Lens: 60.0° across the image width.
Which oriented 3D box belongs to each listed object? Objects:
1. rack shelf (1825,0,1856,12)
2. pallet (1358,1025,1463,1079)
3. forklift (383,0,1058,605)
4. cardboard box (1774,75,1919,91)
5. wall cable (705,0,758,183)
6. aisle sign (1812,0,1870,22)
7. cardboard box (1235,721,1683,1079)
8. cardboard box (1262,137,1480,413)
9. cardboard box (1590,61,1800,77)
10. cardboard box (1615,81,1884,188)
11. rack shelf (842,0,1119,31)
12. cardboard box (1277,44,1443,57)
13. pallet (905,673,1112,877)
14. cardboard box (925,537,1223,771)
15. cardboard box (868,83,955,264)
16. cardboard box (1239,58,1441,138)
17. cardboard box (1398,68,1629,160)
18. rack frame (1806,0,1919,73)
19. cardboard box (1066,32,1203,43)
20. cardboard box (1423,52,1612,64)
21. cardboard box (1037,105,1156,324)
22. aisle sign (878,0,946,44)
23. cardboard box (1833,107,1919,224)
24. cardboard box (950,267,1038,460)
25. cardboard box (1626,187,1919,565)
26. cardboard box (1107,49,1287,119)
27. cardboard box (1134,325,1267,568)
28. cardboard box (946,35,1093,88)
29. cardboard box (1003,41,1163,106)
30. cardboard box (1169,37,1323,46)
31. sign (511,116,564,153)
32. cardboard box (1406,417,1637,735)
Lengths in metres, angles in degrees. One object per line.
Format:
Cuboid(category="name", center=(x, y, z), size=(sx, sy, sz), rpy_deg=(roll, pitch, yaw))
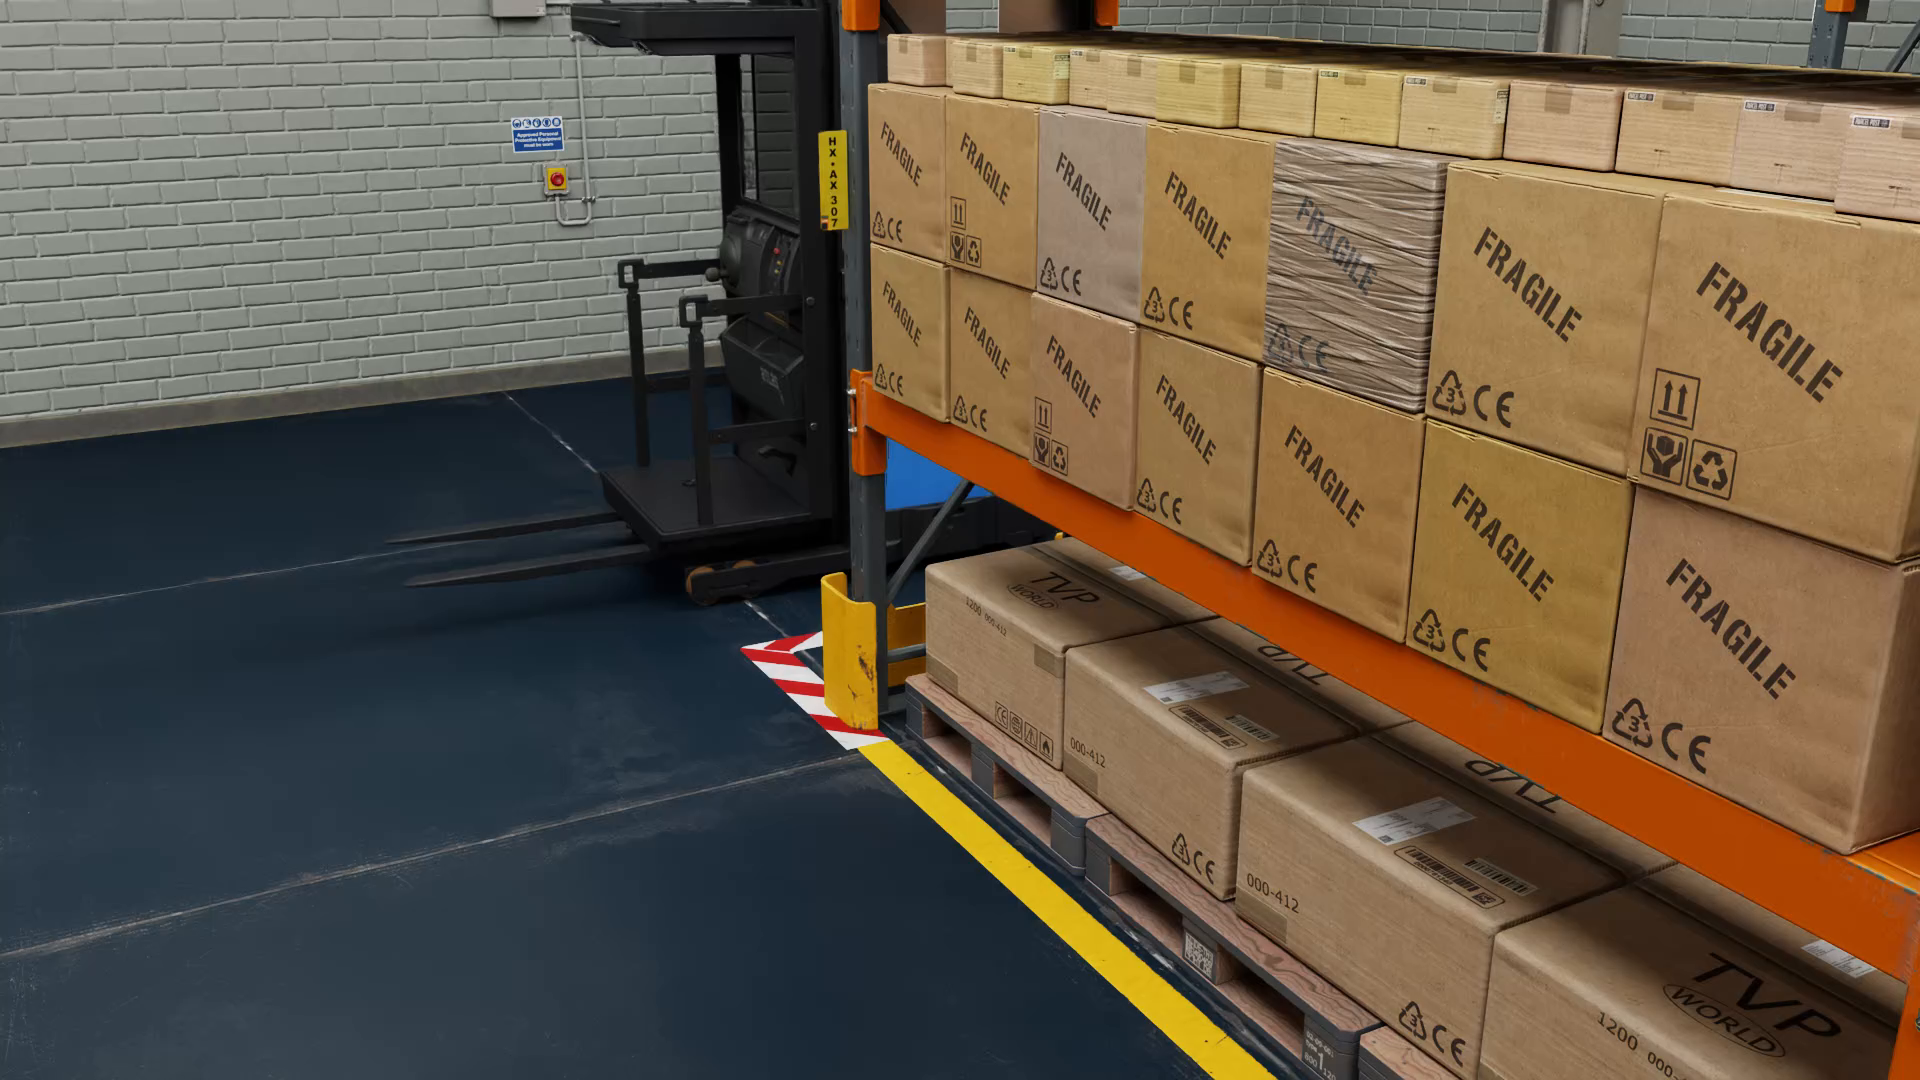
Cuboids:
Cuboid(category="rack shelf", center=(5.384, -2.116, 6.170), size=(1.077, 0.370, 4.000), rpy_deg=(-10, 21, -27))
Cuboid(category="pallet", center=(1.675, 1.394, 3.769), size=(1.003, 0.211, 1.213), rpy_deg=(-10, 21, -27))
Cuboid(category="forklift", center=(-1.081, -1.295, 7.392), size=(3.031, 2.935, 1.130), rpy_deg=(-9, 21, -24))
Cuboid(category="cardboard box", center=(1.751, -0.790, 3.140), size=(0.380, 0.149, 0.250), rpy_deg=(-10, 22, -27))
Cuboid(category="wall cable", center=(-1.388, -3.161, 11.135), size=(0.588, 1.984, 0.122), rpy_deg=(-10, 21, -27))
Cuboid(category="aisle sign", center=(4.144, -2.815, 7.706), size=(0.394, 0.787, 0.004), rpy_deg=(-10, 21, -27))
Cuboid(category="cardboard box", center=(1.338, 0.865, 4.311), size=(0.875, 0.438, 0.875), rpy_deg=(-11, 22, -28))
Cuboid(category="cardboard box", center=(1.016, -0.598, 3.581), size=(0.500, 0.500, 0.500), rpy_deg=(-10, 21, -26))
Cuboid(category="cardboard box", center=(1.587, -0.951, 3.609), size=(0.380, 0.149, 0.250), rpy_deg=(-11, 22, -28))
Cuboid(category="cardboard box", center=(1.402, -0.725, 2.955), size=(0.380, 0.149, 0.250), rpy_deg=(-10, 21, -27))
Cuboid(category="rack shelf", center=(1.018, -1.346, 3.939), size=(1.077, 0.370, 4.000), rpy_deg=(-10, 21, -27))
Cuboid(category="cardboard box", center=(1.069, -1.239, 4.443), size=(0.380, 0.149, 0.250), rpy_deg=(-9, 21, -25))
Cuboid(category="pallet", center=(0.516, 0.693, 5.799), size=(1.003, 0.211, 1.213), rpy_deg=(-10, 21, -27))
Cuboid(category="cardboard box", center=(0.469, 0.344, 5.820), size=(0.875, 0.438, 0.875), rpy_deg=(-11, 22, -28))
Cuboid(category="cardboard box", center=(0.045, -1.180, 5.268), size=(0.500, 0.500, 0.500), rpy_deg=(-11, 22, -28))
Cuboid(category="cardboard box", center=(0.860, -1.005, 3.764), size=(0.380, 0.149, 0.250), rpy_deg=(-10, 21, -27))
Cuboid(category="cardboard box", center=(1.115, -0.862, 3.349), size=(0.380, 0.149, 0.250), rpy_deg=(-10, 21, -27))
Cuboid(category="rack frame", center=(4.434, -1.612, 8.206), size=(1.000, 3.000, 0.127), rpy_deg=(-10, 21, -27))
Cuboid(category="cardboard box", center=(0.556, -1.528, 5.280), size=(0.380, 0.149, 0.250), rpy_deg=(-10, 21, -26))
Cuboid(category="cardboard box", center=(1.339, -1.092, 4.016), size=(0.380, 0.149, 0.250), rpy_deg=(-10, 21, -26))
Cuboid(category="cardboard box", center=(0.548, -0.887, 4.416), size=(0.500, 0.500, 0.500), rpy_deg=(-10, 21, -27))
Cuboid(category="aisle sign", center=(-0.221, -2.047, 5.480), size=(0.394, 0.787, 0.004), rpy_deg=(-10, 21, -27))
Cuboid(category="cardboard box", center=(1.541, -0.560, 2.475), size=(0.380, 0.149, 0.250), rpy_deg=(-10, 22, -28))
Cuboid(category="cardboard box", center=(0.308, -0.567, 5.021), size=(0.500, 0.500, 0.500), rpy_deg=(-10, 22, -27))
Cuboid(category="cardboard box", center=(1.500, -0.307, 2.736), size=(0.500, 0.500, 0.500), rpy_deg=(-10, 21, -27))
Cuboid(category="cardboard box", center=(0.596, -1.150, 4.184), size=(0.380, 0.149, 0.250), rpy_deg=(-10, 21, -26))
Cuboid(category="cardboard box", center=(0.786, -0.277, 4.181), size=(0.500, 0.500, 0.500), rpy_deg=(-9, 21, -25))
Cuboid(category="cardboard box", center=(0.180, -1.460, 5.083), size=(0.380, 0.149, 0.250), rpy_deg=(-9, 21, -25))
Cuboid(category="cardboard box", center=(0.343, -1.295, 4.605), size=(0.380, 0.149, 0.250), rpy_deg=(-11, 22, -28))
Cuboid(category="cardboard box", center=(0.836, -1.388, 4.875), size=(0.380, 0.149, 0.250), rpy_deg=(-9, 21, -25))
Cuboid(category="sign", center=(-2.702, -2.595, 10.640), size=(0.327, 0.218, 0.001), rpy_deg=(-10, 21, -27))
Cuboid(category="cardboard box", center=(1.273, 0.018, 3.327), size=(0.500, 0.500, 0.500), rpy_deg=(-11, 22, -28))
